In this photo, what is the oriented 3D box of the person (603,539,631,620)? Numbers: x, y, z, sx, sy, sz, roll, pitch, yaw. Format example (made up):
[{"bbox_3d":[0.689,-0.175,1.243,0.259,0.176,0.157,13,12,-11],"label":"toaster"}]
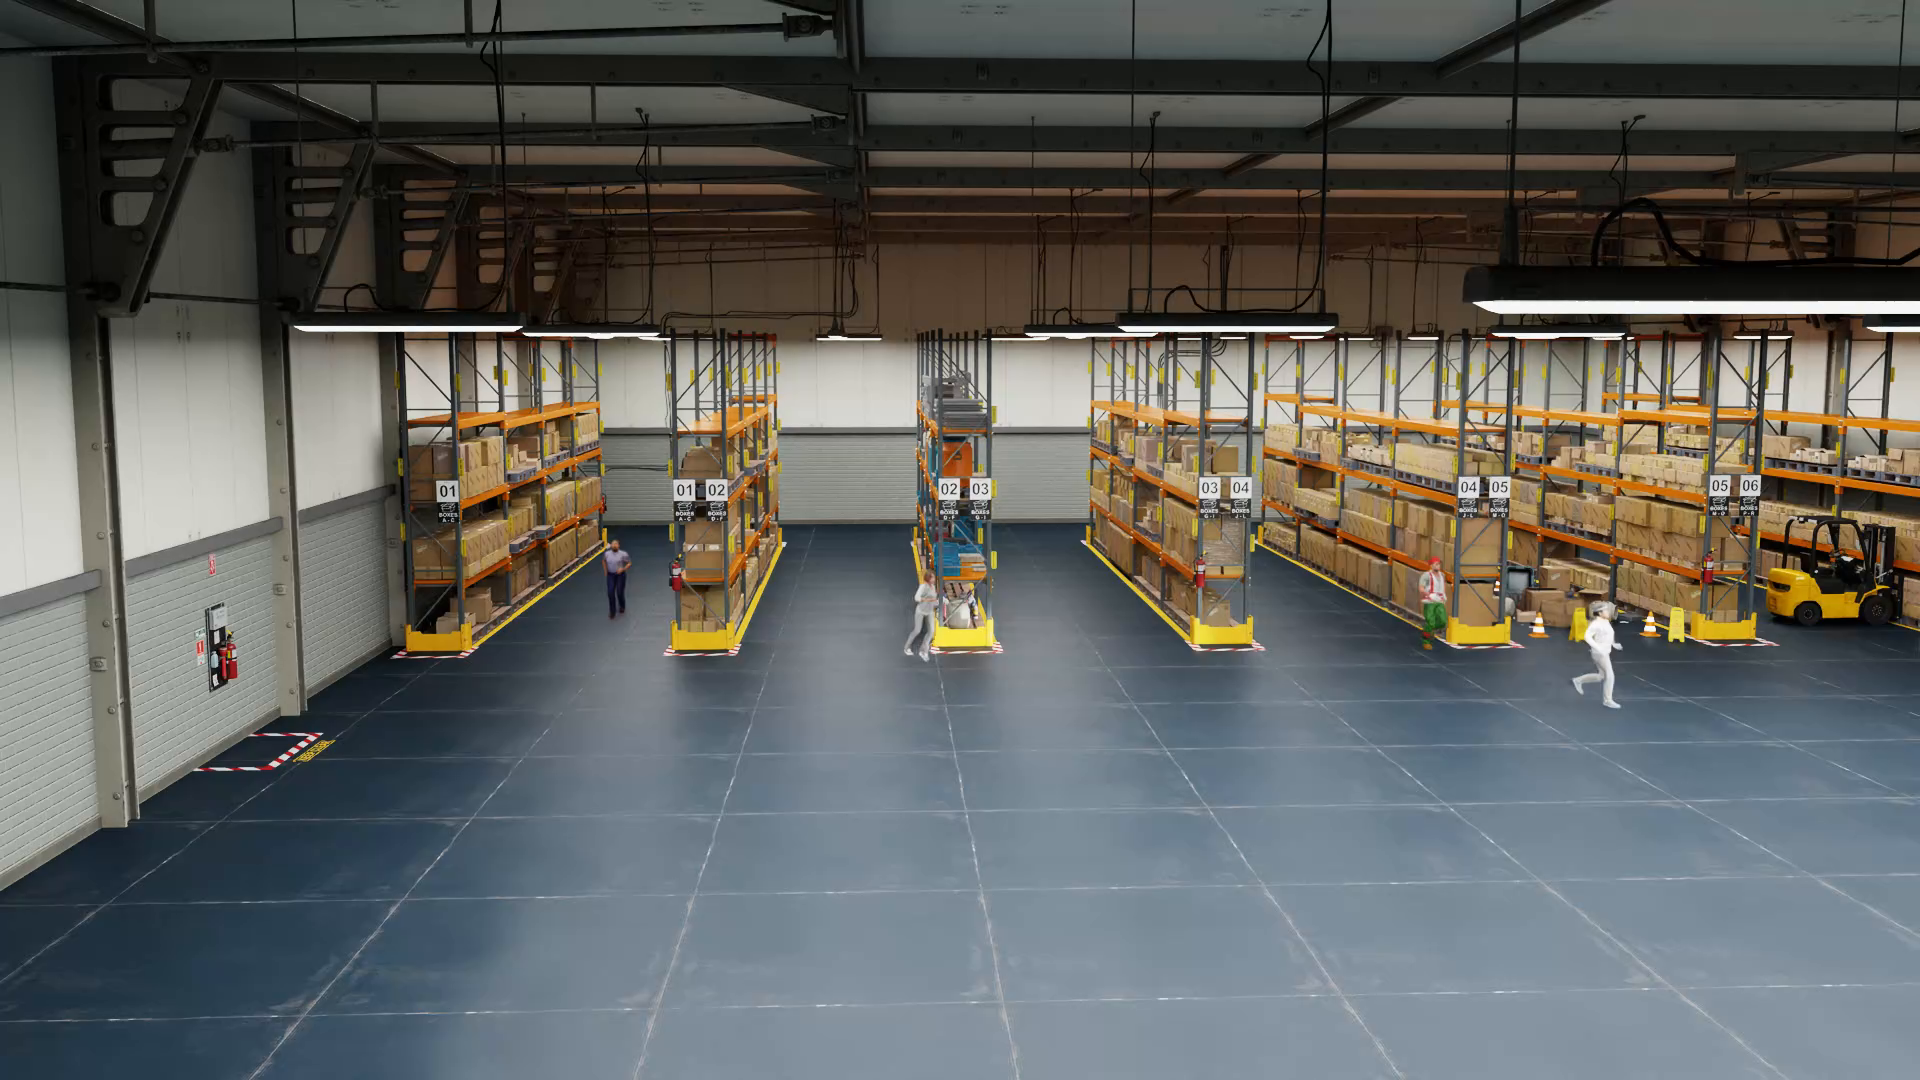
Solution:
[{"bbox_3d":[-7.204,0.820,34.911,0.619,1.690,0.784,0,7,-2],"label":"person"}]

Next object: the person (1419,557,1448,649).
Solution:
[{"bbox_3d":[8.930,1.185,31.234,0.701,1.753,0.609,-3,7,-24],"label":"person"}]

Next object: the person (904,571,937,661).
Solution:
[{"bbox_3d":[-0.637,1.369,30.390,0.561,1.604,0.676,-6,9,-40],"label":"person"}]

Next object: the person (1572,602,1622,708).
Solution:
[{"bbox_3d":[10.116,1.805,26.382,0.781,1.687,0.618,5,8,35],"label":"person"}]
